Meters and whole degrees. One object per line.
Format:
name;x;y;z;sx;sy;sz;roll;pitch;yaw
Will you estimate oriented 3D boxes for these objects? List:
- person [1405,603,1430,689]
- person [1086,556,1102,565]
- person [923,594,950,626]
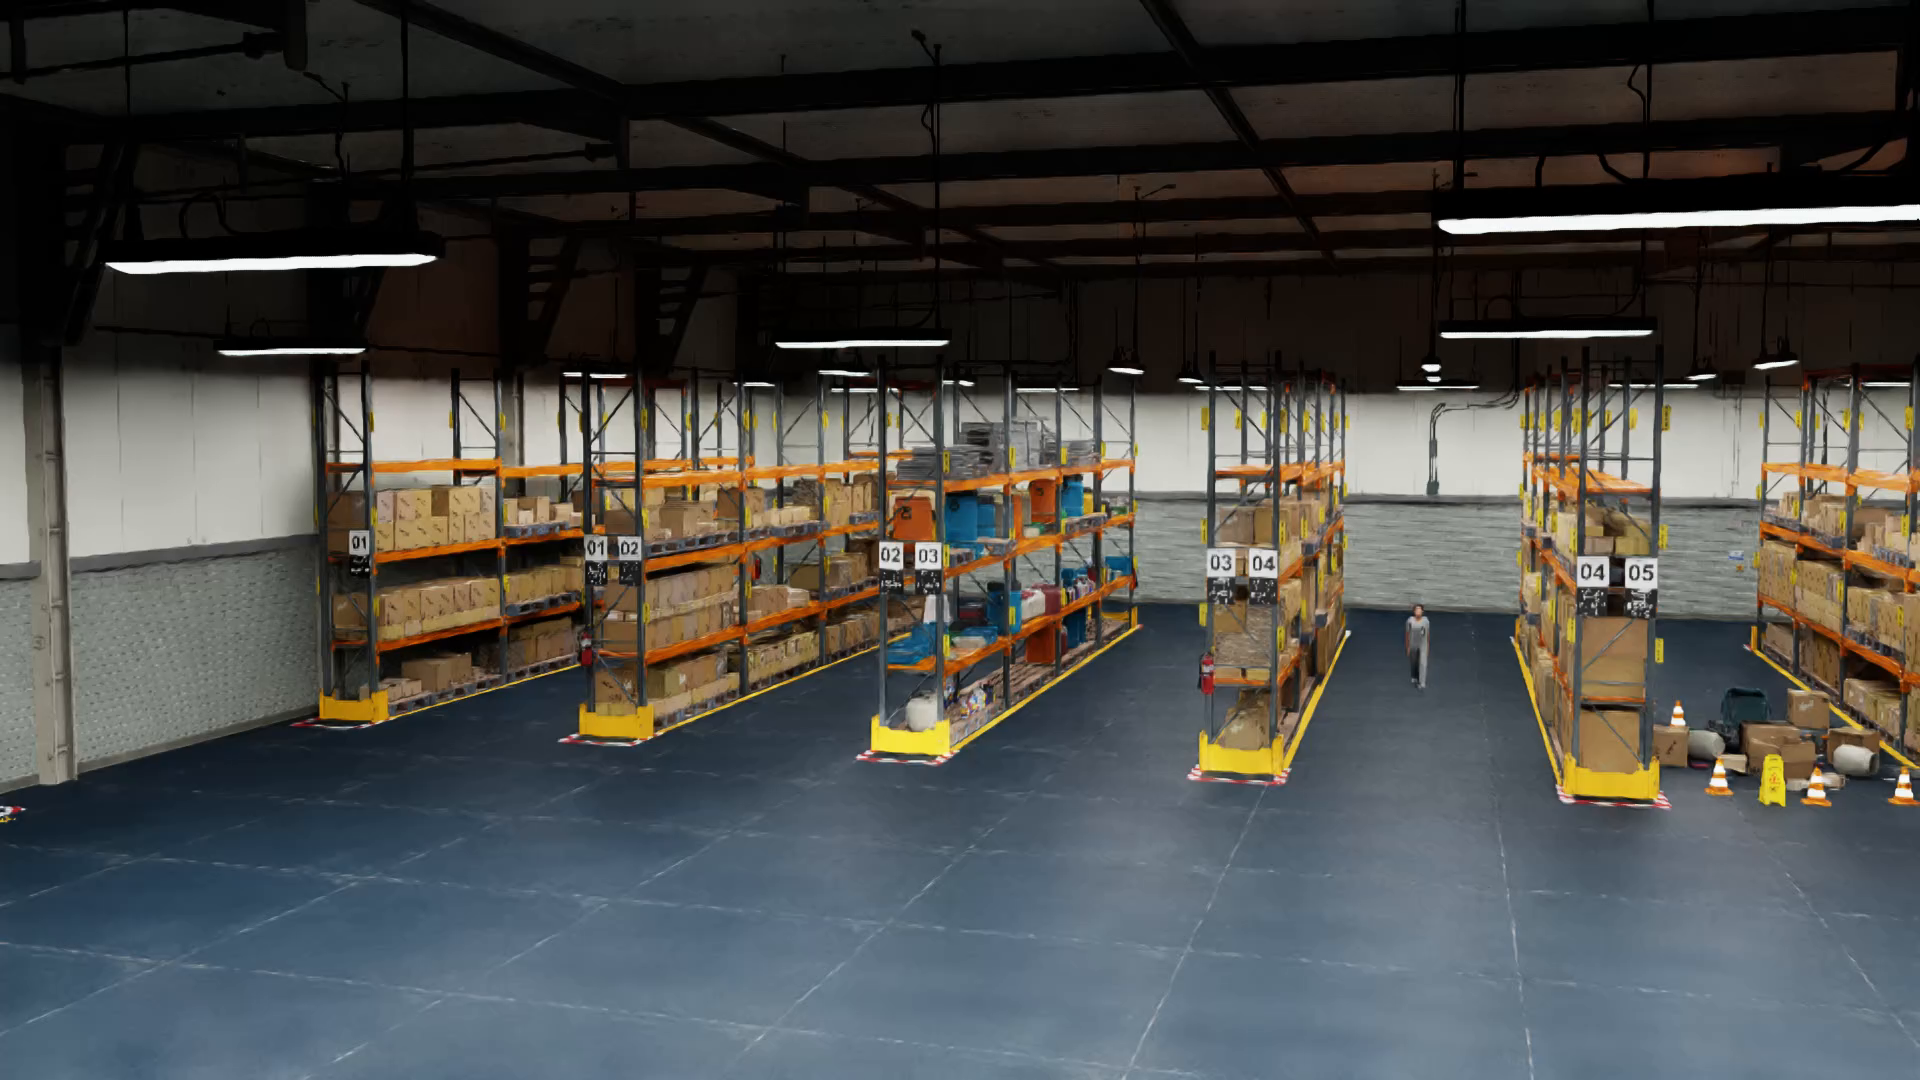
person;8.573;1.963;31.192;0.446;1.590;1.109;1;4;19
person;3.443;1.020;44.380;0.688;1.642;0.513;-2;5;-27
person;-0.504;1.710;33.479;0.635;1.764;0.685;4;5;42
